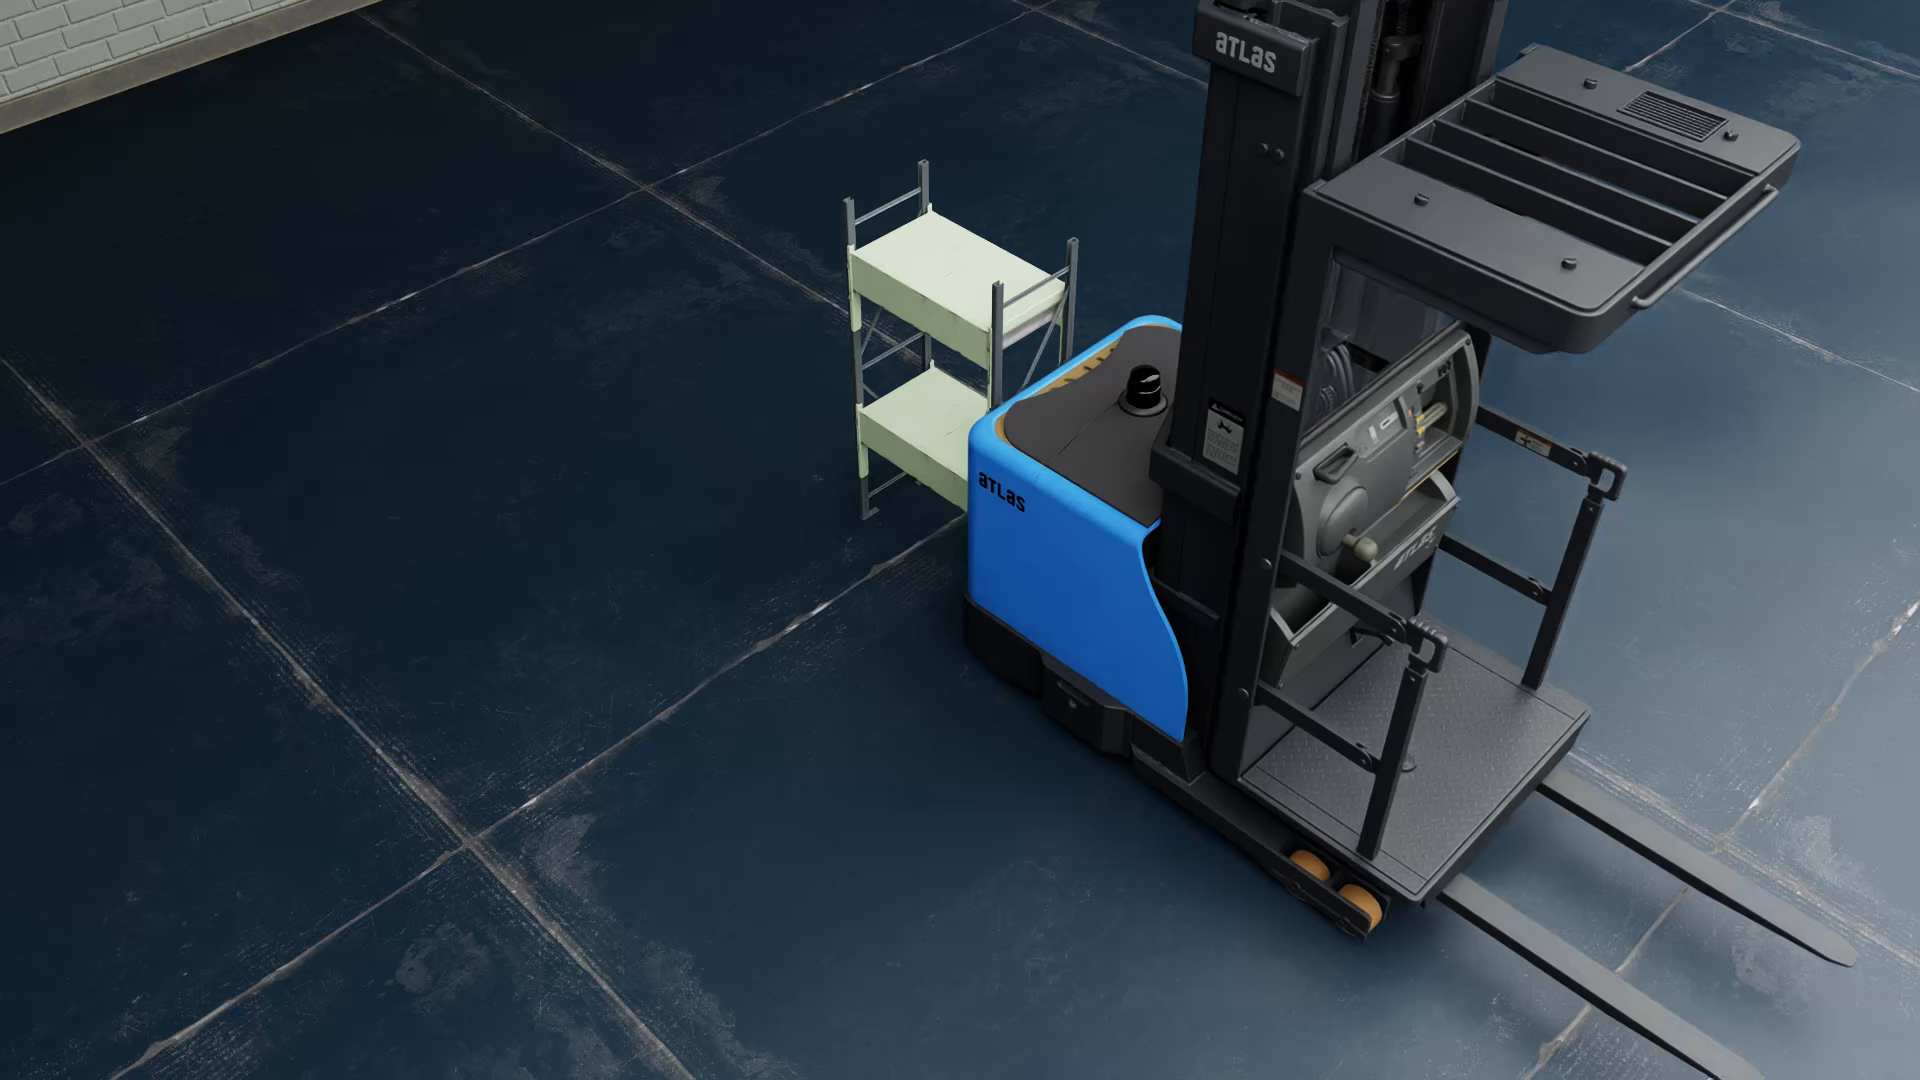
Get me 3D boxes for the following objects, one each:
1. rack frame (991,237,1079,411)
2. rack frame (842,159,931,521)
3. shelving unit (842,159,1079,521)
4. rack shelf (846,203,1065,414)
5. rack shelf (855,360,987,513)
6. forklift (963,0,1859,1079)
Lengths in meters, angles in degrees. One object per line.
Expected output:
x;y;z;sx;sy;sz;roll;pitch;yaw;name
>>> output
0.254;-0.378;6.054;0.400;1.500;0.023;-34;53;-31;rack frame
-0.263;-0.730;6.435;0.400;1.500;0.023;-34;53;-31;rack frame
-0.005;-0.554;6.244;0.431;1.500;0.755;-34;53;-31;shelving unit
-0.005;-0.841;5.980;0.431;0.370;0.720;-34;53;-31;rack shelf
-0.005;-0.315;6.466;0.431;0.370;0.720;-34;53;-31;rack shelf
1.418;-0.204;4.811;3.031;2.935;1.130;33;52;31;forklift
